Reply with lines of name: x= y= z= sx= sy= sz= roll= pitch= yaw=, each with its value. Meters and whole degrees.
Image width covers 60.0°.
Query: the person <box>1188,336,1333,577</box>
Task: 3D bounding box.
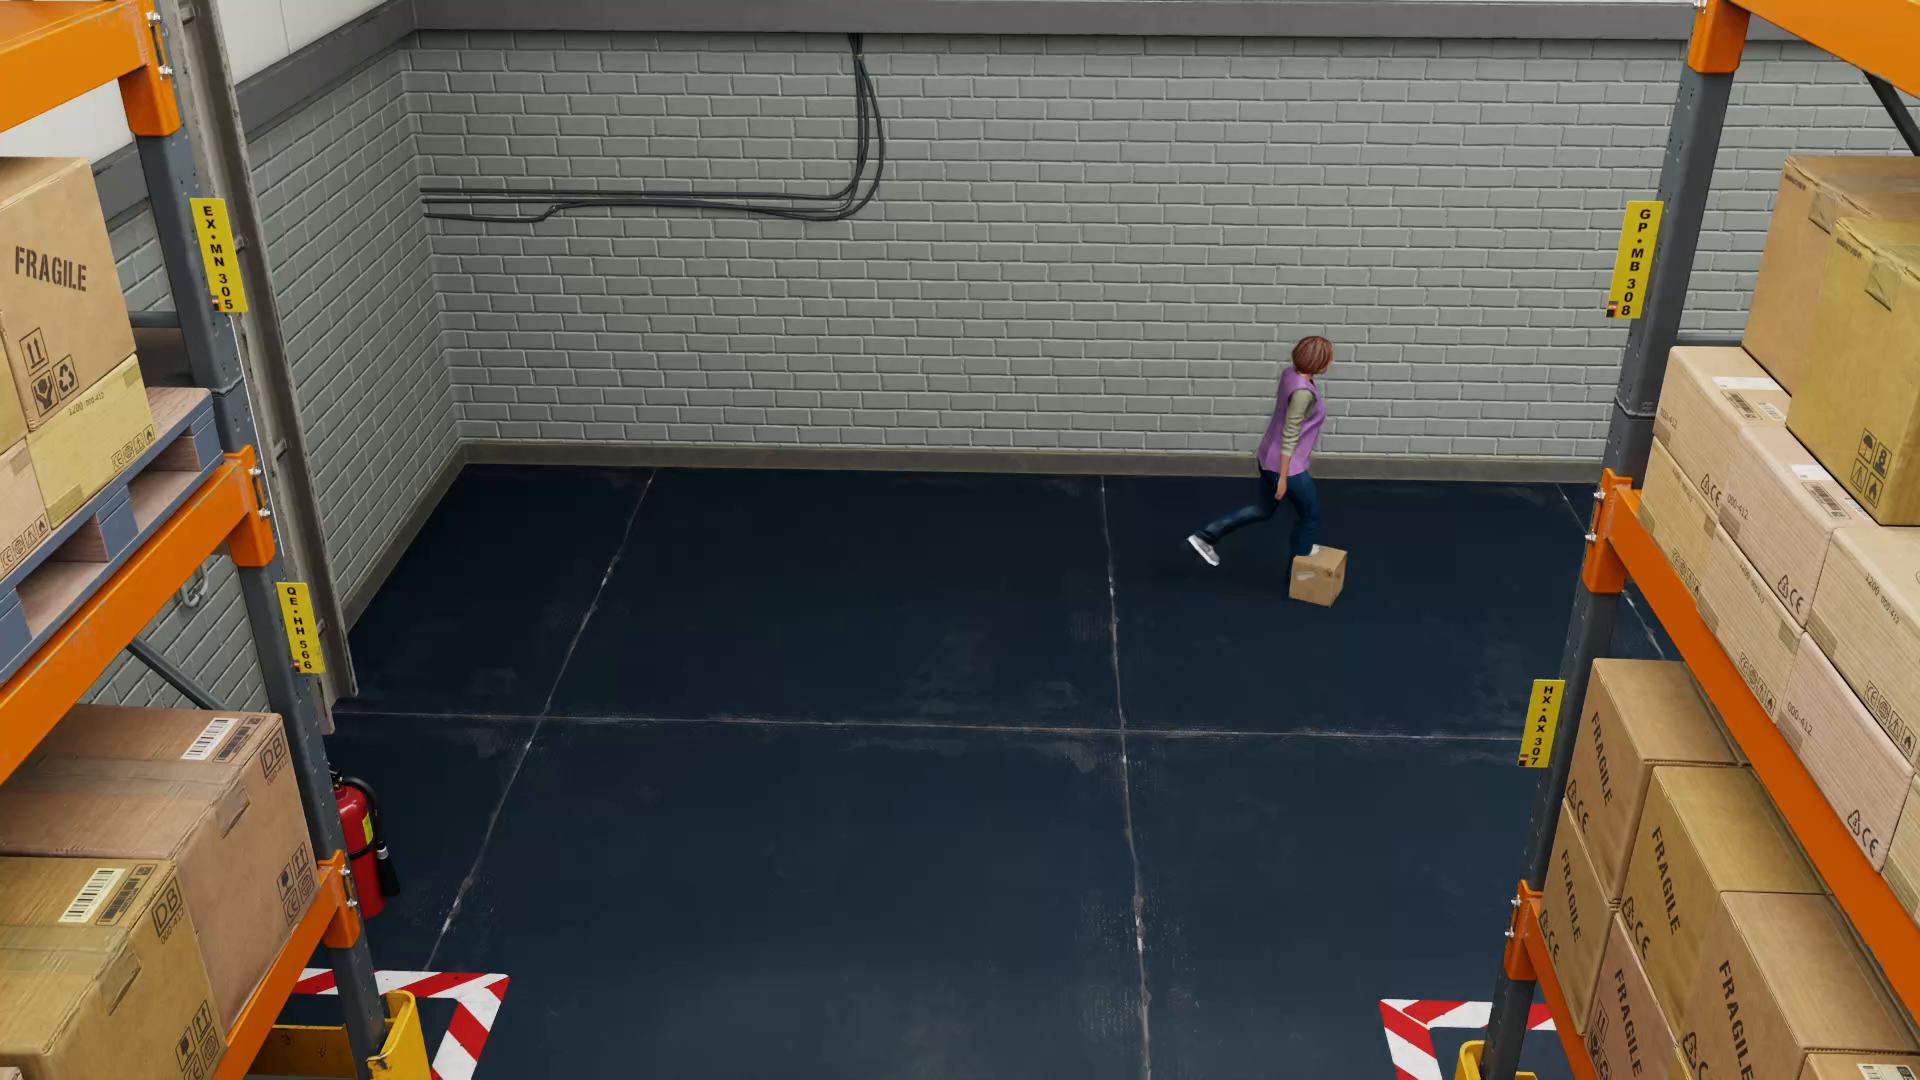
person: x=1.771 y=-0.448 z=9.463 sx=0.872 sy=1.542 sz=0.423 roll=-1 pitch=28 yaw=-1
